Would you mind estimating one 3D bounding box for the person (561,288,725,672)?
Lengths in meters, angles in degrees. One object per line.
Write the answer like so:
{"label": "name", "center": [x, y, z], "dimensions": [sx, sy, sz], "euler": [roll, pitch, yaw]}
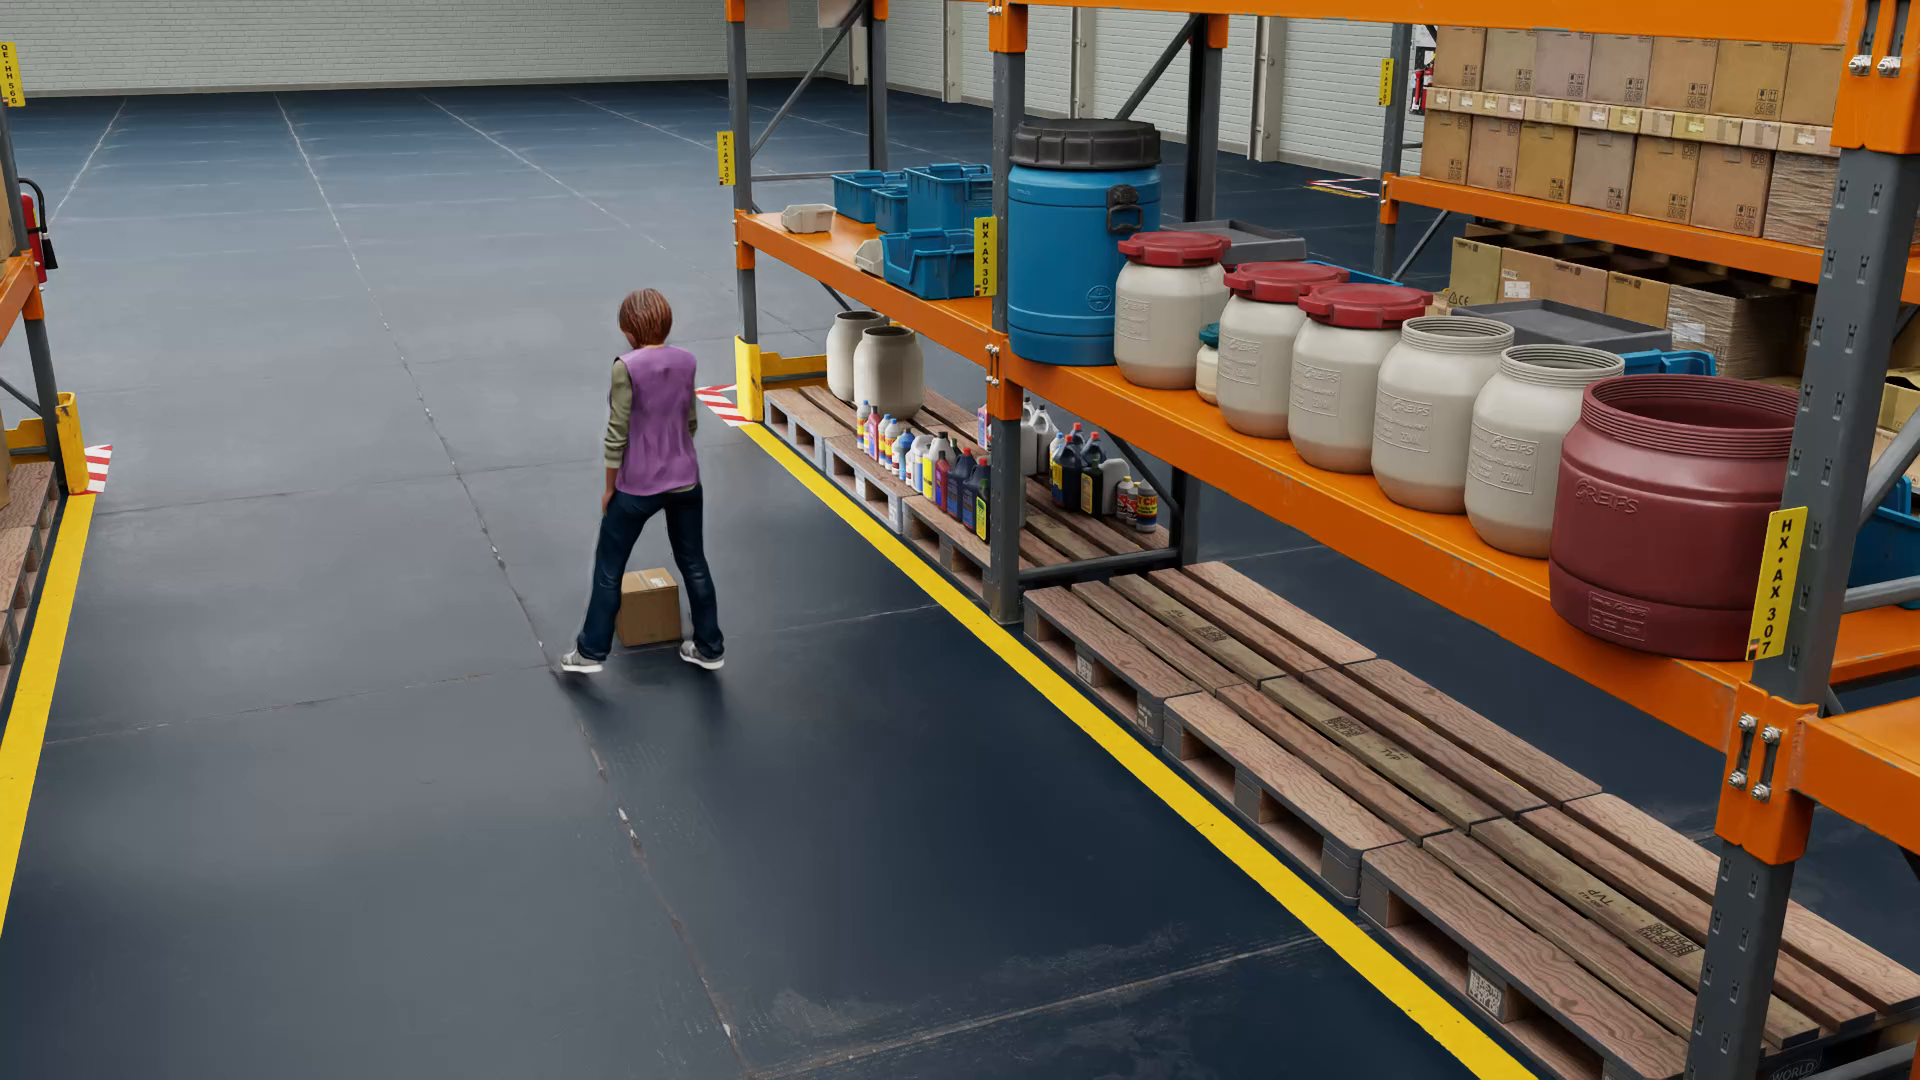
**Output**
{"label": "person", "center": [-1.312, -0.206, 6.663], "dimensions": [0.565, 1.577, 0.502], "euler": [-15, 24, -36]}
